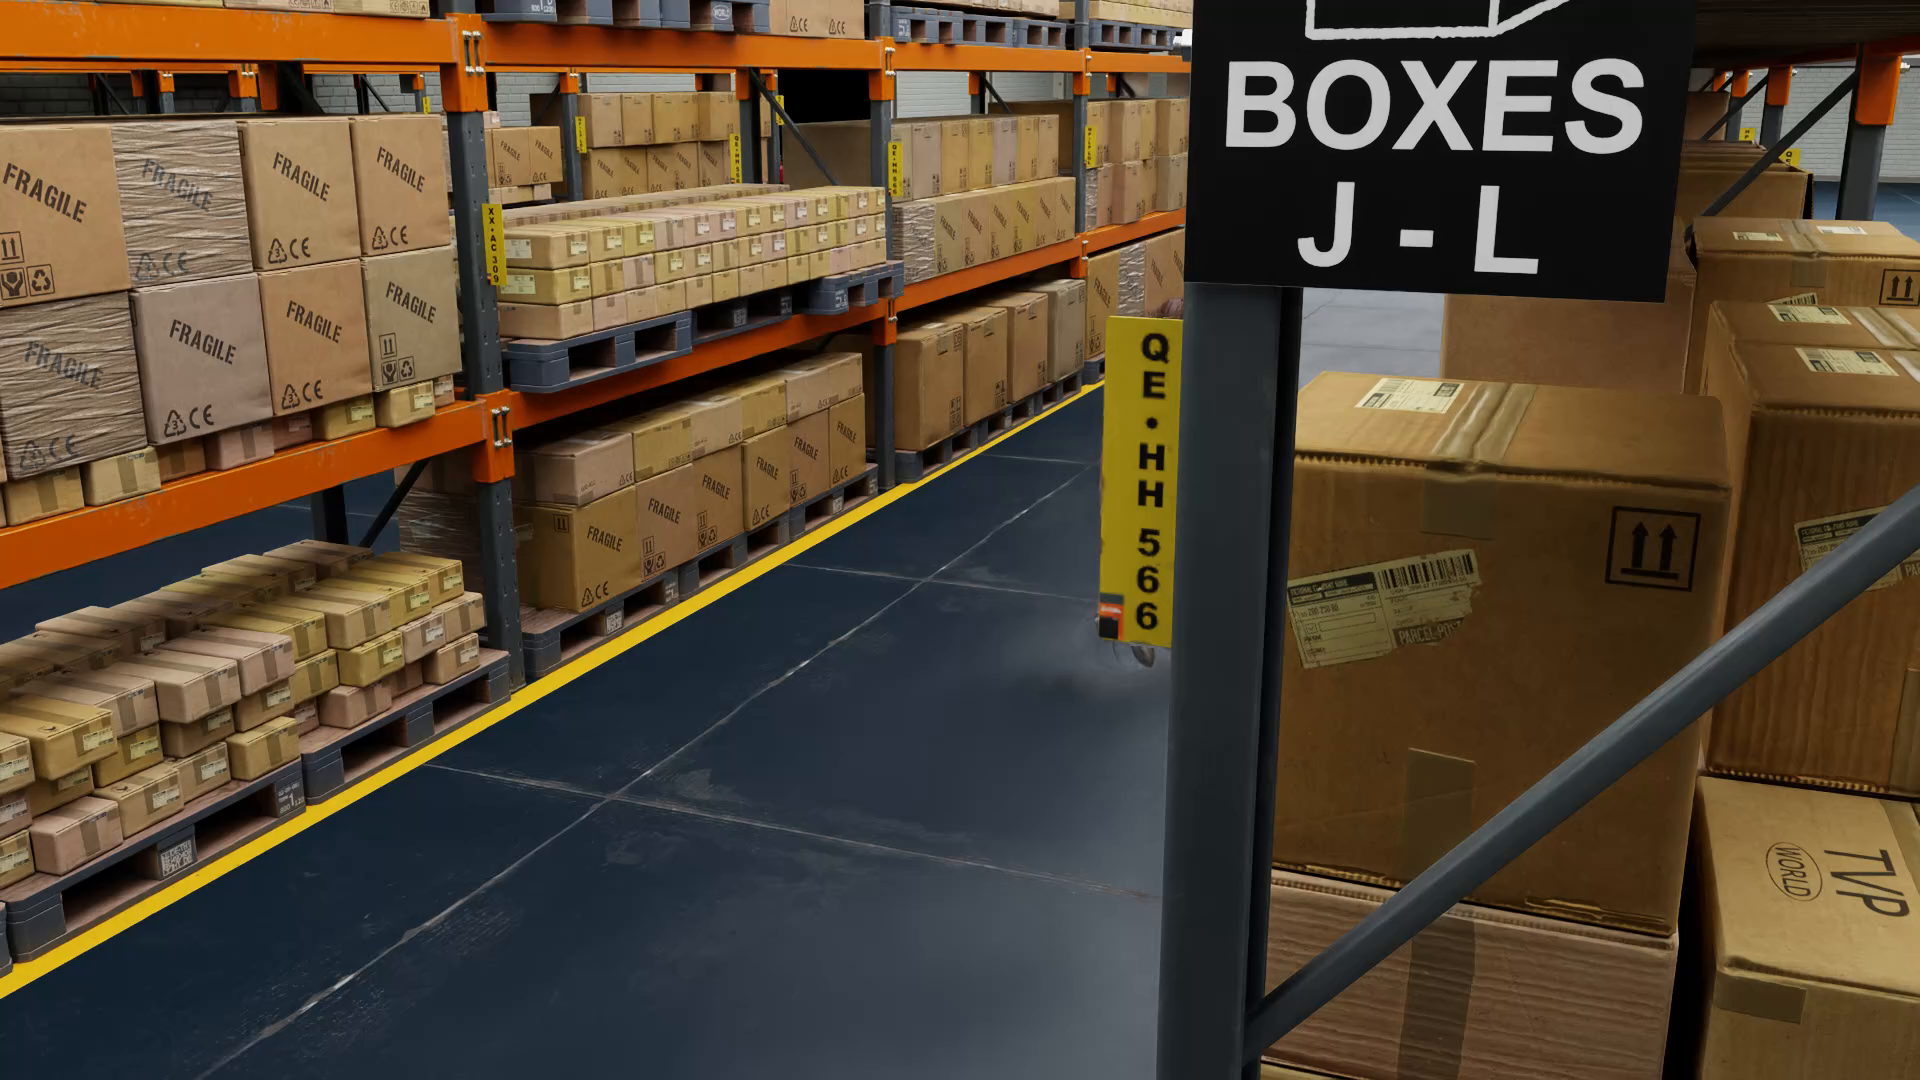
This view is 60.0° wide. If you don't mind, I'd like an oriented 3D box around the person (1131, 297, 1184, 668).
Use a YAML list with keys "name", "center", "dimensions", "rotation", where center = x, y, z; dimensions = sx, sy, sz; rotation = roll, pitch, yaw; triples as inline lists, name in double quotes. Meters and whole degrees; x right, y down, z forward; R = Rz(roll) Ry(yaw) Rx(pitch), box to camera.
- name: "person"
  center: [0.933, -0.230, 7.327]
  dimensions: [0.678, 1.658, 0.488]
  rotation: [-11, 19, -35]
